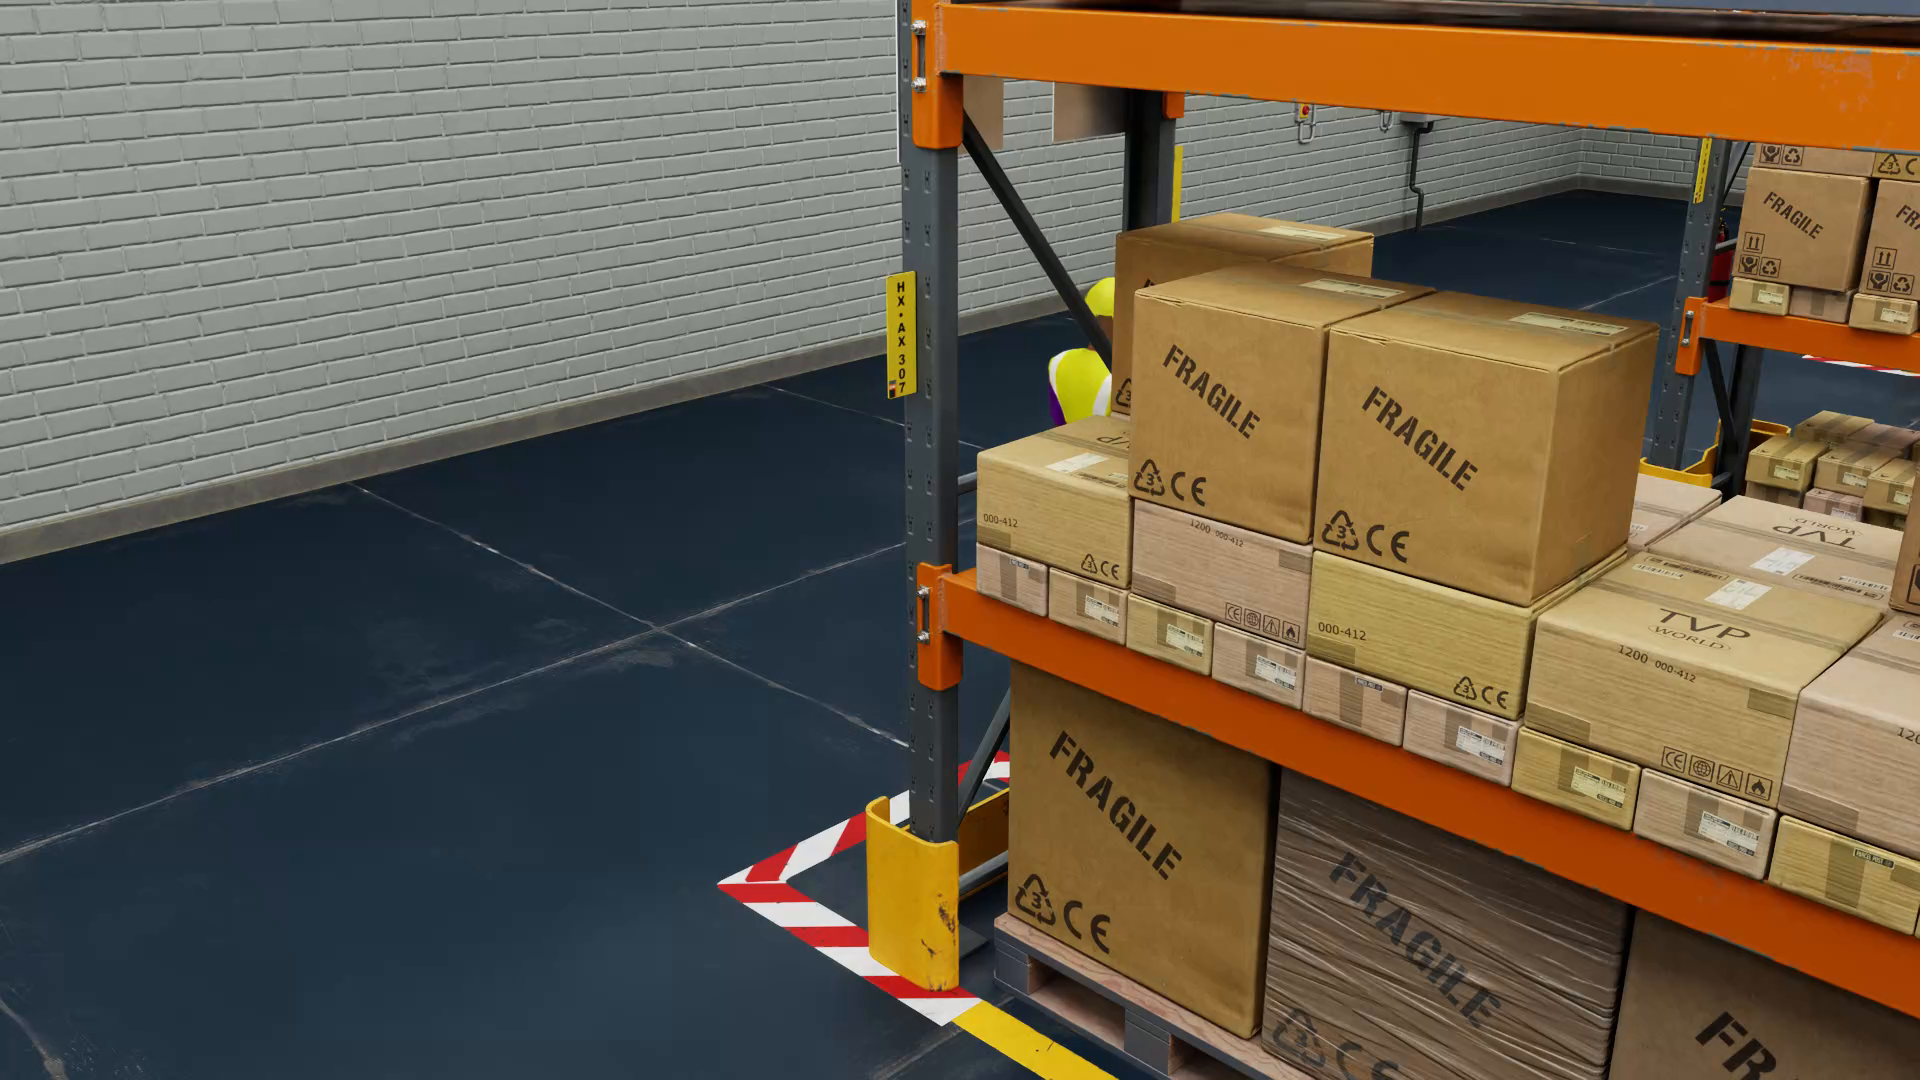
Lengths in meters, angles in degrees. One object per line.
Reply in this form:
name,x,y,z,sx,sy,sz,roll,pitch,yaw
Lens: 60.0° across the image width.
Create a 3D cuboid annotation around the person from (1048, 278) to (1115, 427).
person,0.574,-0.139,6.424,0.365,1.760,0.565,-13,24,-31
